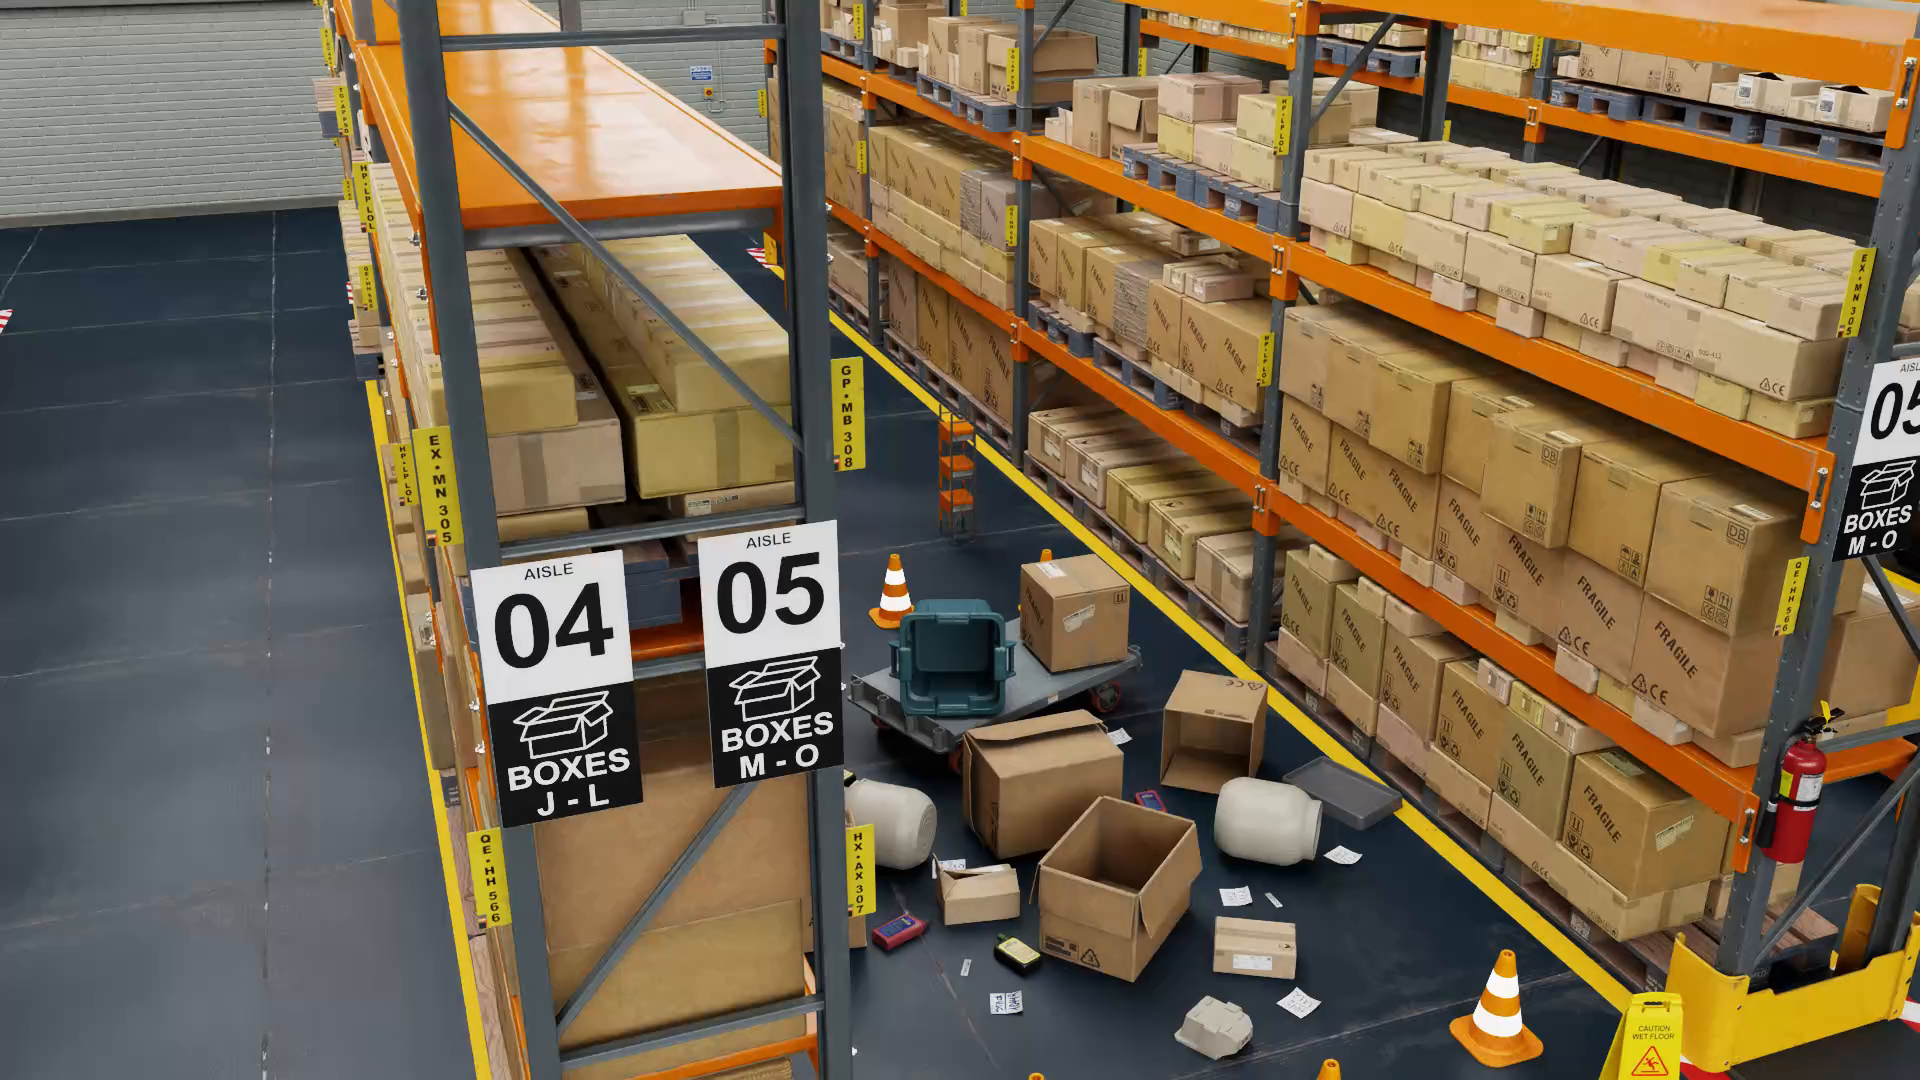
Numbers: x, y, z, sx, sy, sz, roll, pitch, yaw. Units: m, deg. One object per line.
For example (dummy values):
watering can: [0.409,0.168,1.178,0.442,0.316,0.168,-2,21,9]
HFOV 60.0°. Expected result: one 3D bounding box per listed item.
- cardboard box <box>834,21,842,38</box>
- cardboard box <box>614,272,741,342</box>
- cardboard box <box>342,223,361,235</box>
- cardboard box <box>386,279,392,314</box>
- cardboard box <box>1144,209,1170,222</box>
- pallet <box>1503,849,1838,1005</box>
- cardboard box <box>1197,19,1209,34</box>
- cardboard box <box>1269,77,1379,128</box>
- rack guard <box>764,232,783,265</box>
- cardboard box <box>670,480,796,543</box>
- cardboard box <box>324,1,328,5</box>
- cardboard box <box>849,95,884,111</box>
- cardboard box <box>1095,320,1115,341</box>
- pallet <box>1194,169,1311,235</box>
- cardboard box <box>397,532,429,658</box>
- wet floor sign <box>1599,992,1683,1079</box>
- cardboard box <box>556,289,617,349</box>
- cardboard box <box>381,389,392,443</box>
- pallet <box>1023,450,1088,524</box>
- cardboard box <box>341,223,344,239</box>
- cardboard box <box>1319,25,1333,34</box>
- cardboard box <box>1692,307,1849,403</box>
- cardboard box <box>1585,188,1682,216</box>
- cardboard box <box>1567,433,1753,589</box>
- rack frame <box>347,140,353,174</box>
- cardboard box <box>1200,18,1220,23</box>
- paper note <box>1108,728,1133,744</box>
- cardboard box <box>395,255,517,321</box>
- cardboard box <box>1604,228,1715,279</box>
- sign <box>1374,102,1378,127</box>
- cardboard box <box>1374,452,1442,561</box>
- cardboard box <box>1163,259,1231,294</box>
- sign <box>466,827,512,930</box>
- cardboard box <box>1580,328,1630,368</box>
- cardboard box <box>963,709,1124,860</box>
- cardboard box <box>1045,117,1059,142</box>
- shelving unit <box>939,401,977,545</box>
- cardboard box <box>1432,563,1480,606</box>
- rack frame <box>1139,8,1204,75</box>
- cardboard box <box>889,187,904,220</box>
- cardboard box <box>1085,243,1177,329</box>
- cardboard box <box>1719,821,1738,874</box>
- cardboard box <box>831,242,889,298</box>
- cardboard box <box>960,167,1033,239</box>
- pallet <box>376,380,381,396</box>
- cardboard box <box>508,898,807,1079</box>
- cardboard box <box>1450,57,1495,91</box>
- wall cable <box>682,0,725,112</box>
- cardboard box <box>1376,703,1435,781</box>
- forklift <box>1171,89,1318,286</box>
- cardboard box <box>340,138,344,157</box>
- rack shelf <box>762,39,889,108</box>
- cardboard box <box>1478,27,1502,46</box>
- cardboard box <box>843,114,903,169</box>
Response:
cardboard box: [-1.099,-5.319,17.300,0.380,0.149,0.250,-8,24,-18]
cardboard box: [-0.923,-0.767,5.473,0.380,0.149,0.250,-8,24,-18]
cardboard box: [-4.998,-2.581,14.027,0.380,0.149,0.250,-9,24,-19]
cardboard box: [-2.259,-1.049,7.168,0.380,0.149,0.250,-8,24,-19]
cardboard box: [2.876,-4.472,22.173,0.797,0.503,0.637,-9,25,-21]
pallet: [3.478,1.789,8.234,1.003,0.211,1.213,-8,24,-19]
cardboard box: [3.095,-6.213,20.090,0.380,0.149,0.250,-8,24,-19]
cardboard box: [2.329,-2.806,10.692,0.500,0.250,0.500,-9,24,-20]
rack guard: [-1.902,-3.839,21.215,1.175,0.500,0.348,-8,24,-19]
cardboard box: [-0.658,-0.127,4.982,0.380,0.149,0.250,-8,24,-19]
cardboard box: [-6.207,-5.364,16.789,0.380,0.149,0.250,-8,24,-17]
cardboard box: [-0.957,-4.605,17.563,0.380,0.149,0.250,-8,24,-19]
cardboard box: [1.231,-1.617,12.507,0.380,0.149,0.250,-7,24,-16]
pallet: [2.227,-2.157,10.384,1.213,0.211,1.003,-8,24,-19]
cardboard box: [-2.890,0.373,10.359,1.050,0.750,0.750,-8,24,-19]
wet floor sign: [2.825,2.132,6.860,0.267,0.644,0.232,0,23,-1]
cardboard box: [-1.126,-0.721,5.876,0.500,0.250,0.500,-9,24,-19]
cardboard box: [-4.522,-0.983,13.899,0.500,0.500,0.500,-9,25,-21]
pallet: [1.207,-0.506,13.679,1.003,0.211,1.213,-8,24,-19]
cardboard box: [-5.367,-2.821,14.982,0.380,0.149,0.250,-8,24,-18]
cardboard box: [3.954,-5.455,17.623,0.380,0.149,0.250,-8,24,-18]
cardboard box: [3.326,-0.768,6.657,0.500,0.250,0.500,-9,24,-20]
cardboard box: [3.299,-1.620,8.167,0.380,0.149,0.250,-8,24,-18]
cardboard box: [3.202,-0.153,7.452,0.700,0.500,0.500,-8,24,-18]
rack frame: [-5.076,-2.813,15.562,1.000,3.000,0.127,-8,24,-19]
cardboard box: [3.222,-6.362,19.930,0.500,0.250,0.500,-9,24,-20]
paper note: [0.937,1.173,9.928,0.148,0.019,0.142,-8,24,-19]
cardboard box: [-1.722,-0.864,5.703,0.380,0.149,0.250,-9,24,-20]
cardboard box: [3.079,-1.263,7.320,0.380,0.149,0.250,-8,24,-19]
sign: [4.680,-4.822,18.838,0.100,0.325,0.005,-8,24,-19]
cardboard box: [2.605,-0.244,8.954,0.500,0.500,0.500,-9,24,-19]
cardboard box: [1.597,-1.779,11.222,0.380,0.149,0.250,-9,25,-21]
sign: [-1.349,0.974,4.781,0.100,0.325,0.005,-8,24,-19]
cardboard box: [3.031,-0.899,7.481,0.380,0.149,0.250,-9,24,-19]
cardboard box: [0.432,1.290,8.867,0.797,0.637,0.503,-8,24,-19]
cardboard box: [0.885,-3.204,12.951,0.380,0.149,0.250,-8,24,-19]
shelving unit: [-0.019,-0.503,12.592,0.215,1.050,0.252,-8,24,-19]
cardboard box: [2.715,0.206,8.722,0.380,0.149,0.250,-8,24,-19]
rack frame: [2.749,-5.665,22.328,1.000,3.000,0.127,-8,24,-19]
cardboard box: [-0.378,-3.306,16.281,0.500,0.250,0.500,-8,24,-18]
cardboard box: [1.260,-1.876,12.287,0.500,0.500,0.500,-8,24,-18]
cardboard box: [3.724,1.220,8.028,0.500,0.500,0.500,-9,25,-21]
cardboard box: [-0.919,-3.110,19.024,0.875,0.438,0.875,-9,25,-21]
cardboard box: [0.316,-2.919,14.398,0.500,0.500,0.500,-8,24,-18]
pallet: [-5.346,-1.767,16.671,1.003,0.211,1.213,-8,24,-19]
cardboard box: [-1.010,1.350,5.493,0.875,0.550,0.550,-8,24,-19]
cardboard box: [4.988,-4.407,15.674,0.500,0.250,0.500,-8,24,-19]
wall cable: [-3.907,-7.510,25.358,0.585,1.953,0.123,-8,24,-19]
cardboard box: [2.691,1.088,9.306,0.500,0.250,0.500,-9,24,-20]
forklift: [2.538,-2.362,14.580,1.130,2.935,3.031,-9,24,-20]
cardboard box: [-6.048,-4.151,16.938,0.500,0.500,0.500,-9,25,-21]
rack shelf: [-1.187,-5.306,18.541,1.077,0.370,4.000,-8,24,-19]
cardboard box: [5.041,-4.676,15.416,0.380,0.149,0.250,-9,25,-21]
cardboard box: [-0.905,-4.169,17.363,0.500,0.500,0.500,-9,24,-19]
